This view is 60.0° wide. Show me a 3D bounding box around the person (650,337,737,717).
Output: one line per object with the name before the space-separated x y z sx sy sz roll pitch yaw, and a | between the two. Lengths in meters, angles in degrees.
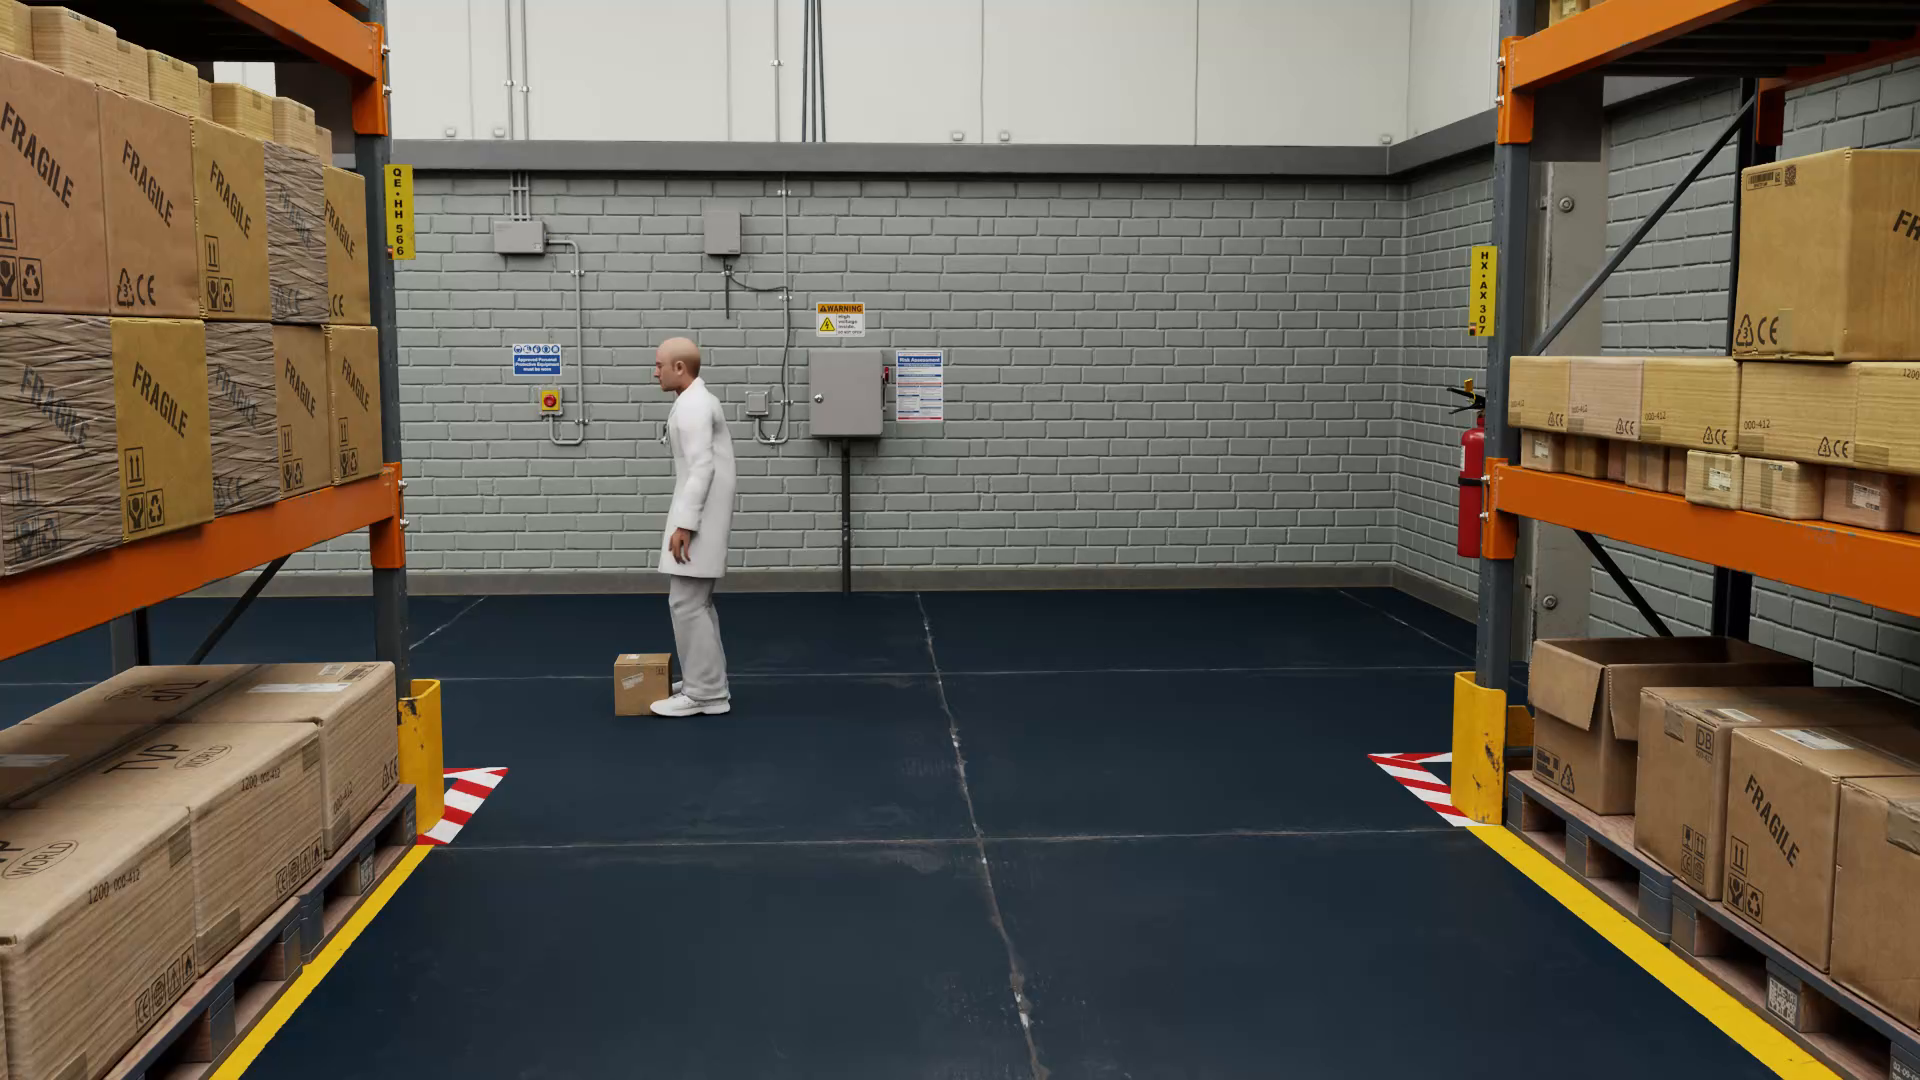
person | -1.264 -0.068 7.882 0.416 1.774 0.656 -1 7 -6
